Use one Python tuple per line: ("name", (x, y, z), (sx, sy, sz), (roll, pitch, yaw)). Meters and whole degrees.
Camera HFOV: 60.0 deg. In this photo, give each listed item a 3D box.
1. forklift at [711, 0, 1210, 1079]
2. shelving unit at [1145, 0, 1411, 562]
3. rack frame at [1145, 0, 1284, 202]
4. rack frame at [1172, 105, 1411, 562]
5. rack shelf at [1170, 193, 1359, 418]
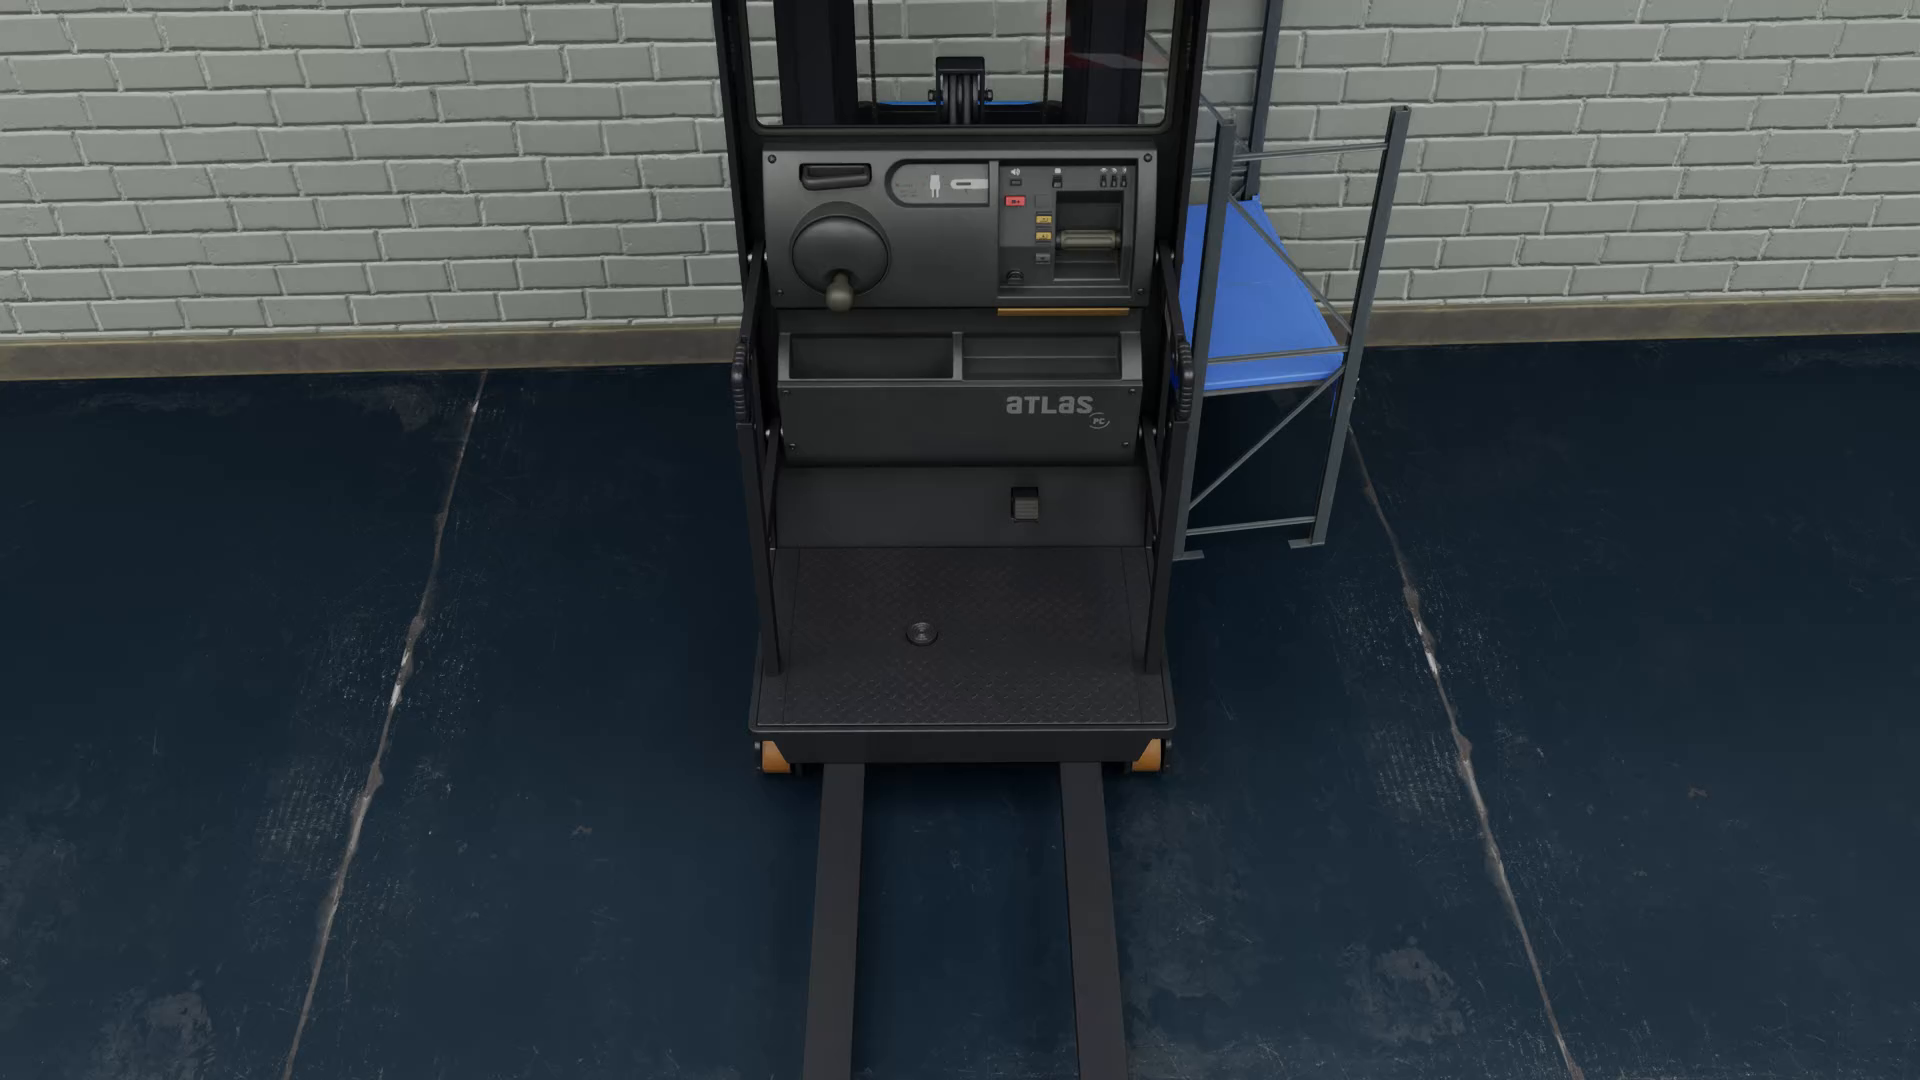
("forklift", (0.004, -0.658, 3.798), (1.130, 2.935, 3.031), (0, 43, 0))
("shelving unit", (0.817, -0.860, 5.078), (0.538, 1.500, 1.048), (-6, 43, -7))
("rack frame", (0.738, -1.199, 5.448), (0.500, 1.500, 0.032), (-6, 43, -7))
("rack frame", (0.896, -0.521, 4.708), (0.500, 1.500, 0.032), (-6, 43, -7))
("rack shelf", (0.817, -0.727, 5.200), (0.538, 0.185, 1.000), (-6, 43, -7))
